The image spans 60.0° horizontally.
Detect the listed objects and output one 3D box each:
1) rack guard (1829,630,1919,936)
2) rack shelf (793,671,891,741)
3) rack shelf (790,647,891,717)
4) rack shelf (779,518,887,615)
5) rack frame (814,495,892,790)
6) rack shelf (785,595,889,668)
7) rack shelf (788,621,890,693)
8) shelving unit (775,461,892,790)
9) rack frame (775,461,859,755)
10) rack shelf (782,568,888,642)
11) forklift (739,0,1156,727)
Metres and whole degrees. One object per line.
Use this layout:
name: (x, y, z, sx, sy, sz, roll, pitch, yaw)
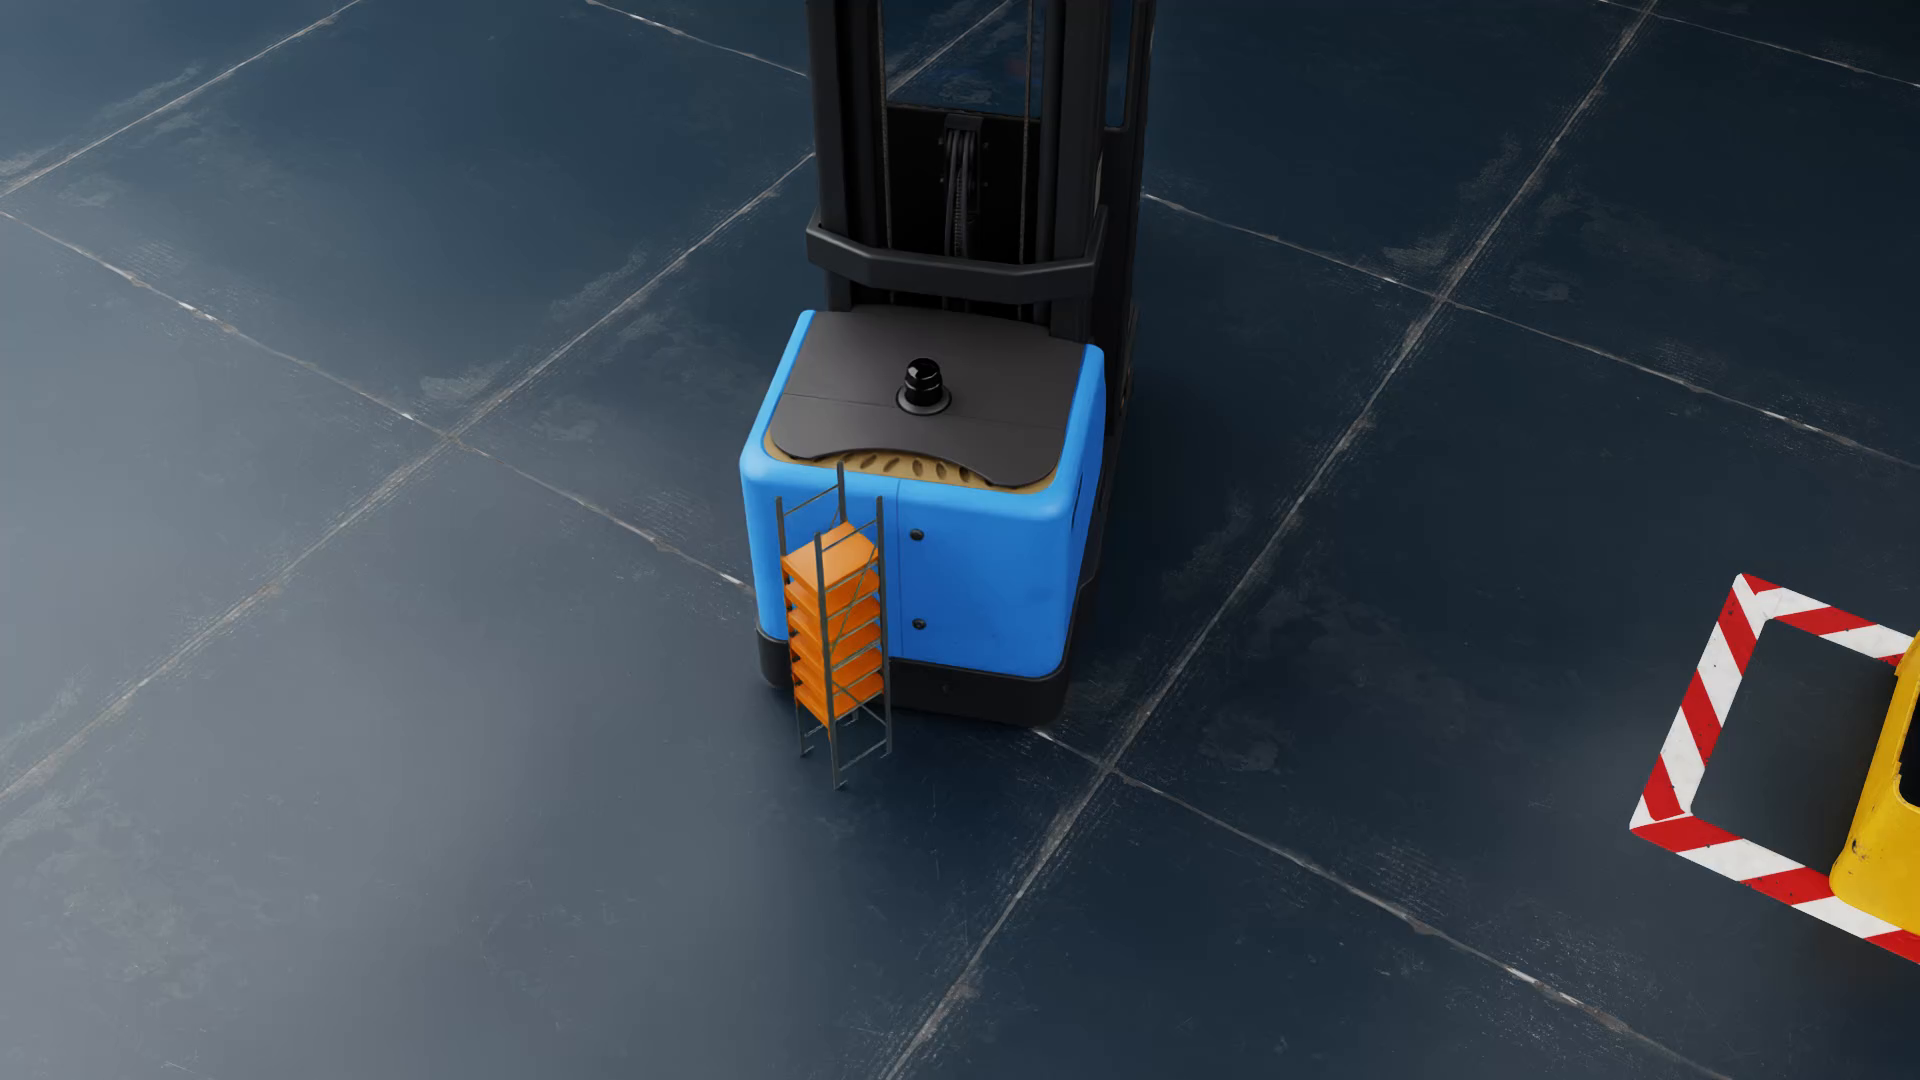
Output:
rack guard: (3.154, 0.641, 5.279, 0.348, 0.500, 1.175, 25, 51, 22)
rack shelf: (-0.377, 0.494, 5.329, 0.258, 0.103, 0.180, -31, 54, -27)
rack shelf: (-0.376, 0.410, 5.243, 0.258, 0.103, 0.180, -31, 54, -27)
rack shelf: (-0.373, 0.077, 4.897, 0.258, 0.103, 0.180, -31, 54, -27)
rack frame: (-0.315, 0.346, 5.076, 0.240, 1.200, 0.006, -31, 54, -27)
rack shelf: (-0.374, 0.243, 5.070, 0.258, 0.103, 0.180, -31, 54, -27)
rack shelf: (-0.375, 0.327, 5.156, 0.258, 0.103, 0.180, -31, 54, -27)
shelving unit: (-0.375, 0.296, 5.124, 0.258, 1.200, 0.189, -31, 54, -27)
rack frame: (-0.434, 0.245, 5.172, 0.240, 1.200, 0.006, -31, 54, -27)
rack shelf: (-0.373, 0.160, 4.984, 0.258, 0.103, 0.180, -31, 54, -27)
forklift: (0.104, -1.474, 5.638, 1.130, 2.935, 3.031, 8, 46, 8)
